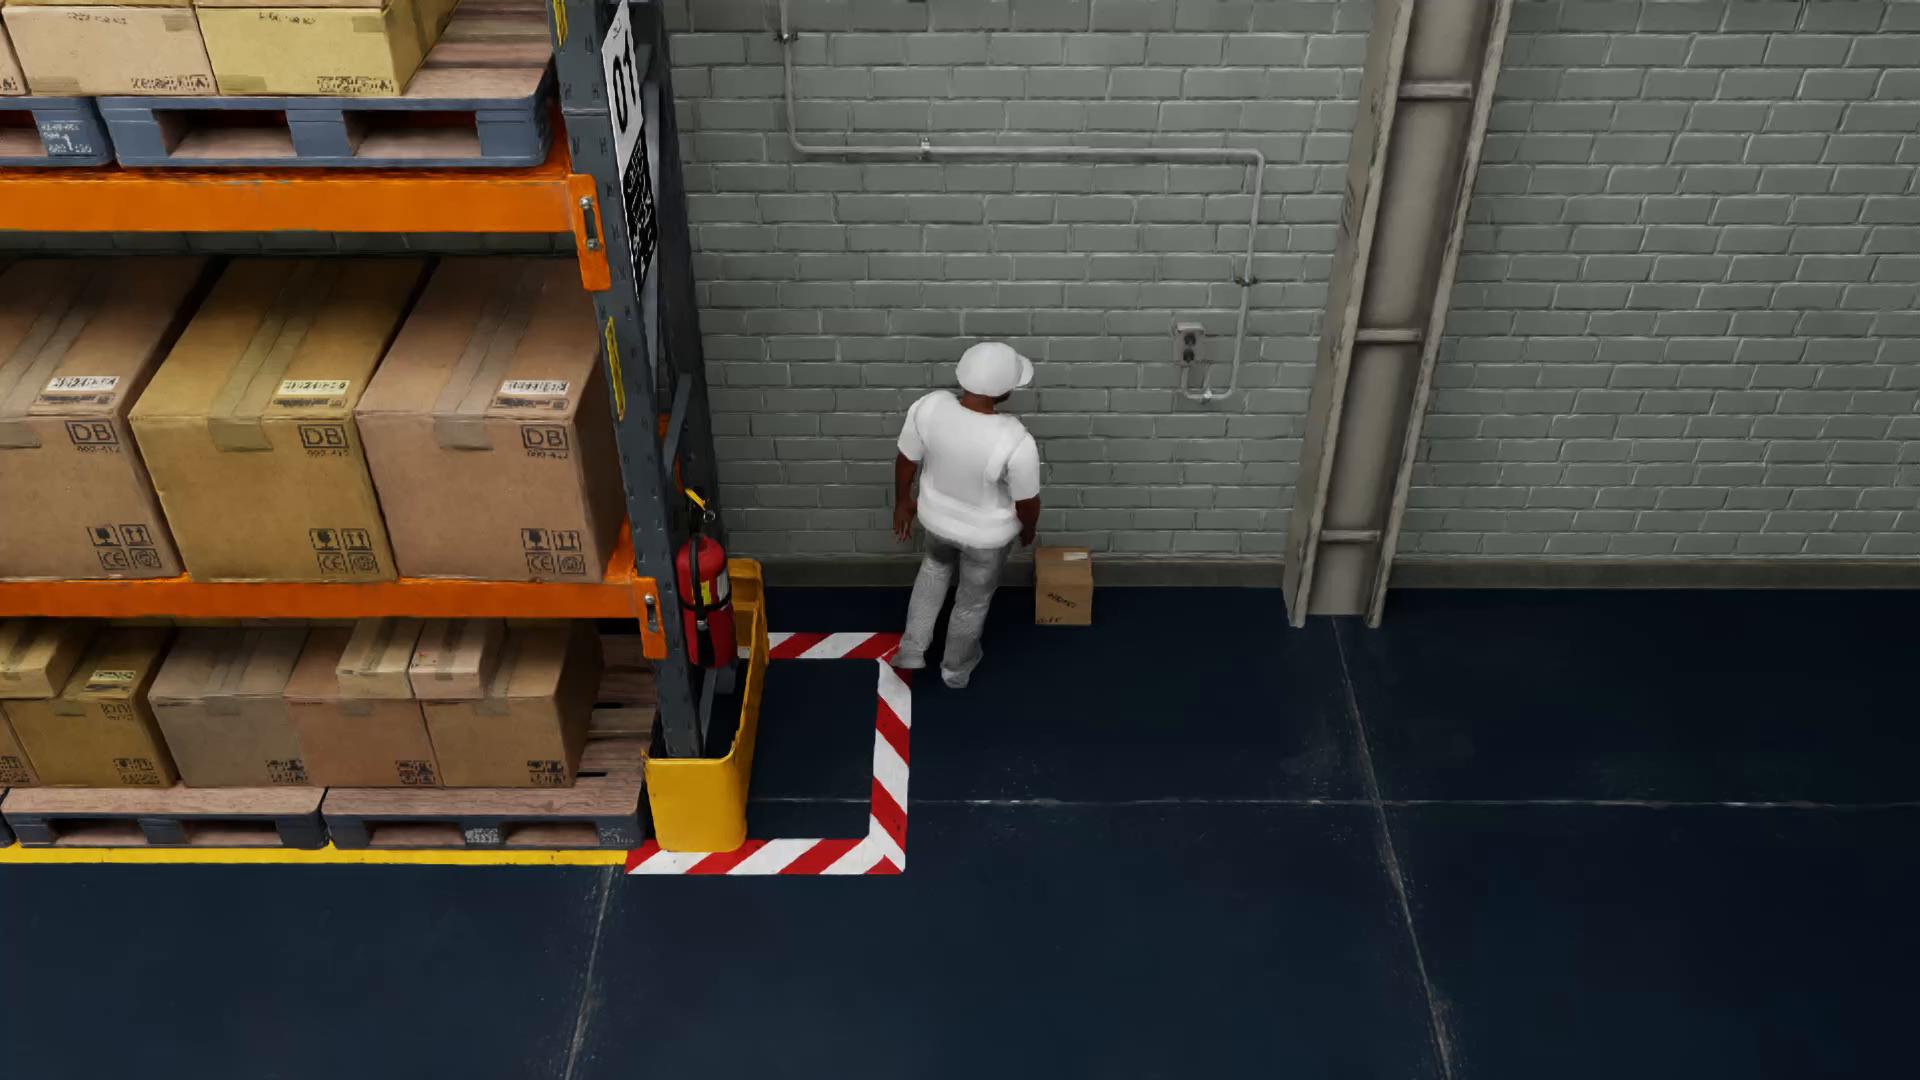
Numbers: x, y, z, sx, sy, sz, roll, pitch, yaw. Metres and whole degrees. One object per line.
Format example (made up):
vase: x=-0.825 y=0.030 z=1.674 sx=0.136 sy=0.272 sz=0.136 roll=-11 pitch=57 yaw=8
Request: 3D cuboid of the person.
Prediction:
person: x=0.025 y=-0.080 z=6.589 sx=0.649 sy=1.756 sz=0.438 roll=18 pitch=43 yaw=21
